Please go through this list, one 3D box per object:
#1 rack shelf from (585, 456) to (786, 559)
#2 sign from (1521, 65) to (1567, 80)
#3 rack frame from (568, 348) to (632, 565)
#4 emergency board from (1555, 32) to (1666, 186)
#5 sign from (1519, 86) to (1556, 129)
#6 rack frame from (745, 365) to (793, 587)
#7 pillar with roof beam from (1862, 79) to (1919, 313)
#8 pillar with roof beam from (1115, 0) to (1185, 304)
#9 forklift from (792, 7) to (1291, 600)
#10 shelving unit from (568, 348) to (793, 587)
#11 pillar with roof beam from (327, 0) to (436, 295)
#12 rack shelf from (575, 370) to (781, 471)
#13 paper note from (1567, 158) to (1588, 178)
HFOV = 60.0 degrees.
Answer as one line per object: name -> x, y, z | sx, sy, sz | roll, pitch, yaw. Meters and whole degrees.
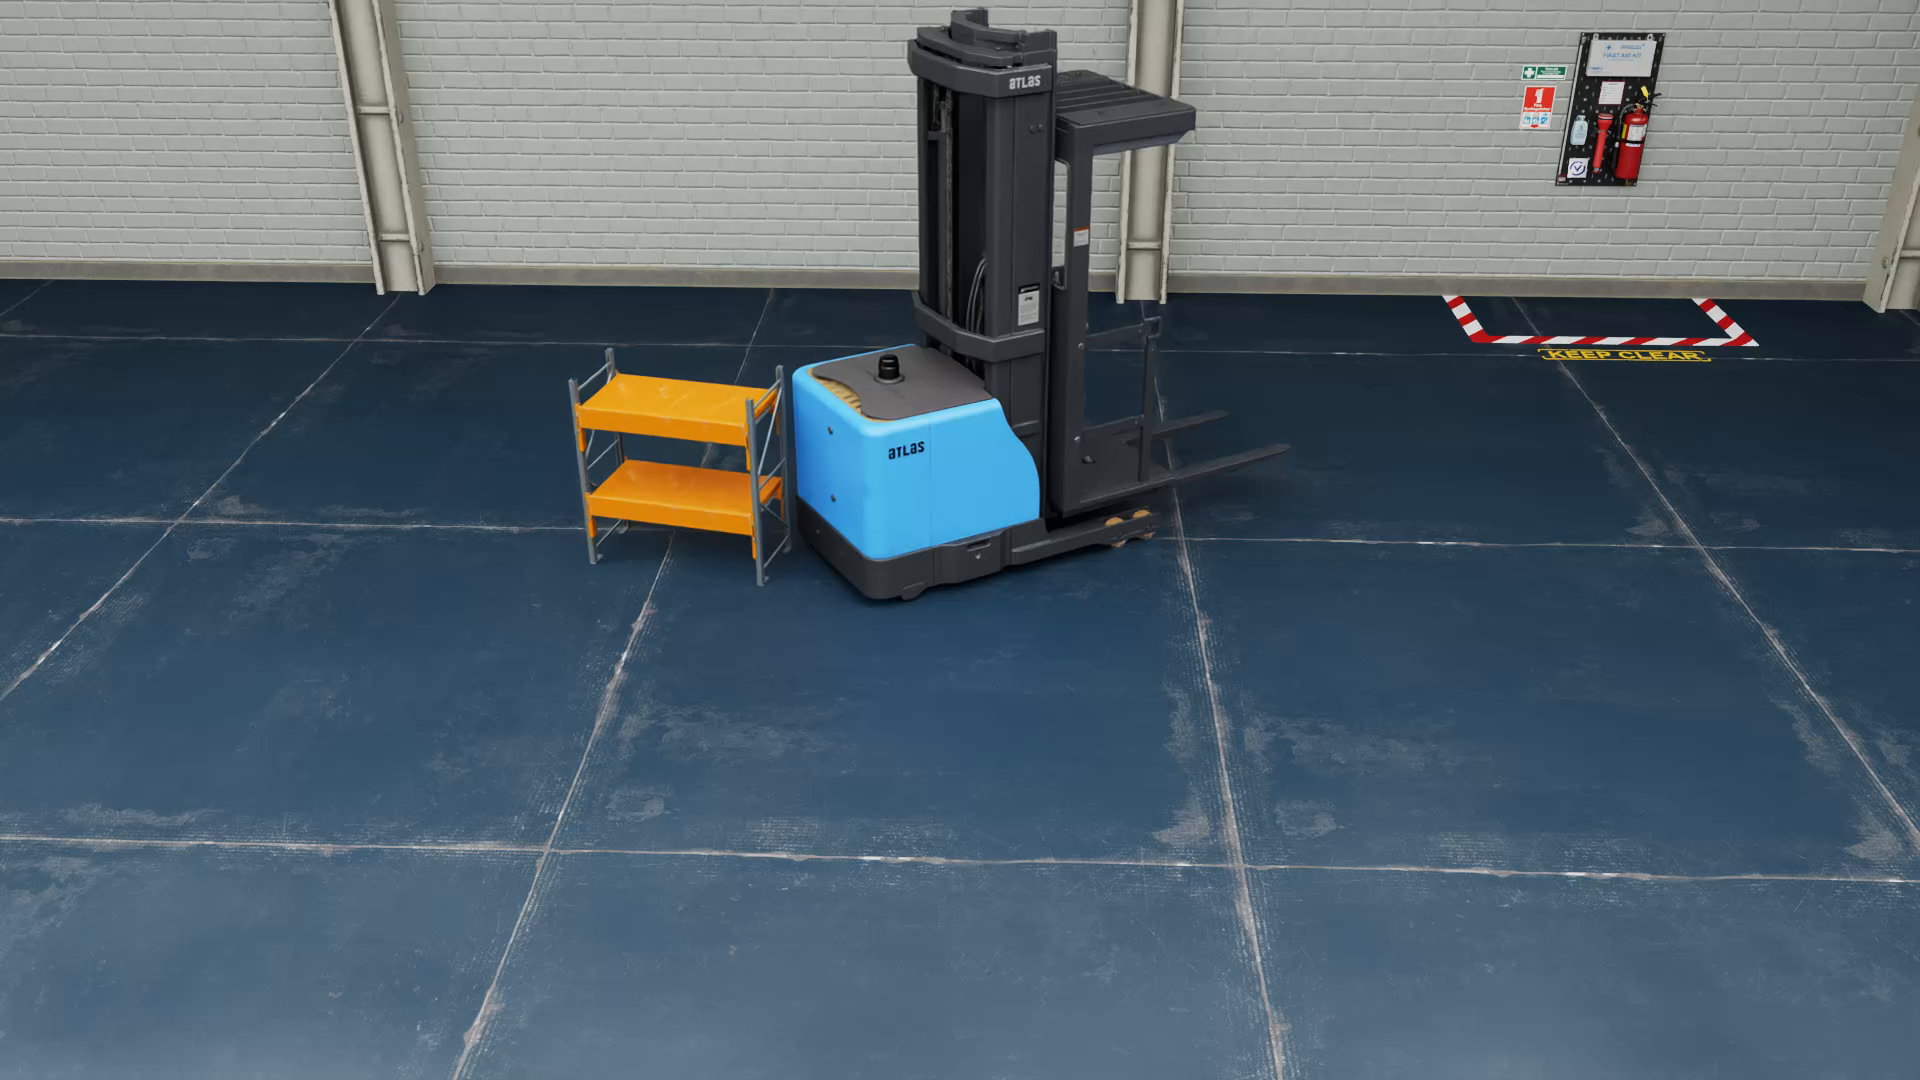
rack shelf -> -1.542, -0.195, 9.439 | 1.000, 0.278, 0.538 | 7, 29, 13
sign -> 4.444, -3.555, 12.650 | 0.331, 0.109, 0.001 | 1, 28, 2
rack frame -> -2.034, -0.472, 9.439 | 0.032, 1.125, 0.500 | 7, 29, 13
emergency board -> 4.989, -3.252, 12.682 | 0.643, 1.169, 0.194 | 1, 28, 2
sign -> 4.440, -3.325, 12.782 | 0.234, 0.329, 0.001 | 1, 28, 2
rack frame -> -1.050, -0.350, 9.210 | 0.032, 1.125, 0.500 | 7, 29, 13
pillar with roof beam -> 7.305, -3.829, 7.365 | 0.400, 9.000, 9.100 | 1, 28, 2
pillar with roof beam -> 1.309, -3.928, 7.552 | 0.400, 9.000, 9.100 | 1, 28, 2
forklift -> 0.584, -1.456, 9.368 | 3.031, 2.935, 1.130 | -15, 31, -26
shelving unit -> -1.542, -0.411, 9.324 | 1.048, 1.125, 0.538 | 7, 29, 13
pillar with roof beam -> -4.687, -4.027, 7.739 | 0.400, 9.000, 9.100 | 1, 28, 2
rack shelf -> -1.542, -0.670, 9.187 | 1.000, 0.278, 0.538 | 7, 29, 13
paper note -> 4.814, -2.898, 12.955 | 0.142, 0.148, 0.016 | 1, 28, 2
